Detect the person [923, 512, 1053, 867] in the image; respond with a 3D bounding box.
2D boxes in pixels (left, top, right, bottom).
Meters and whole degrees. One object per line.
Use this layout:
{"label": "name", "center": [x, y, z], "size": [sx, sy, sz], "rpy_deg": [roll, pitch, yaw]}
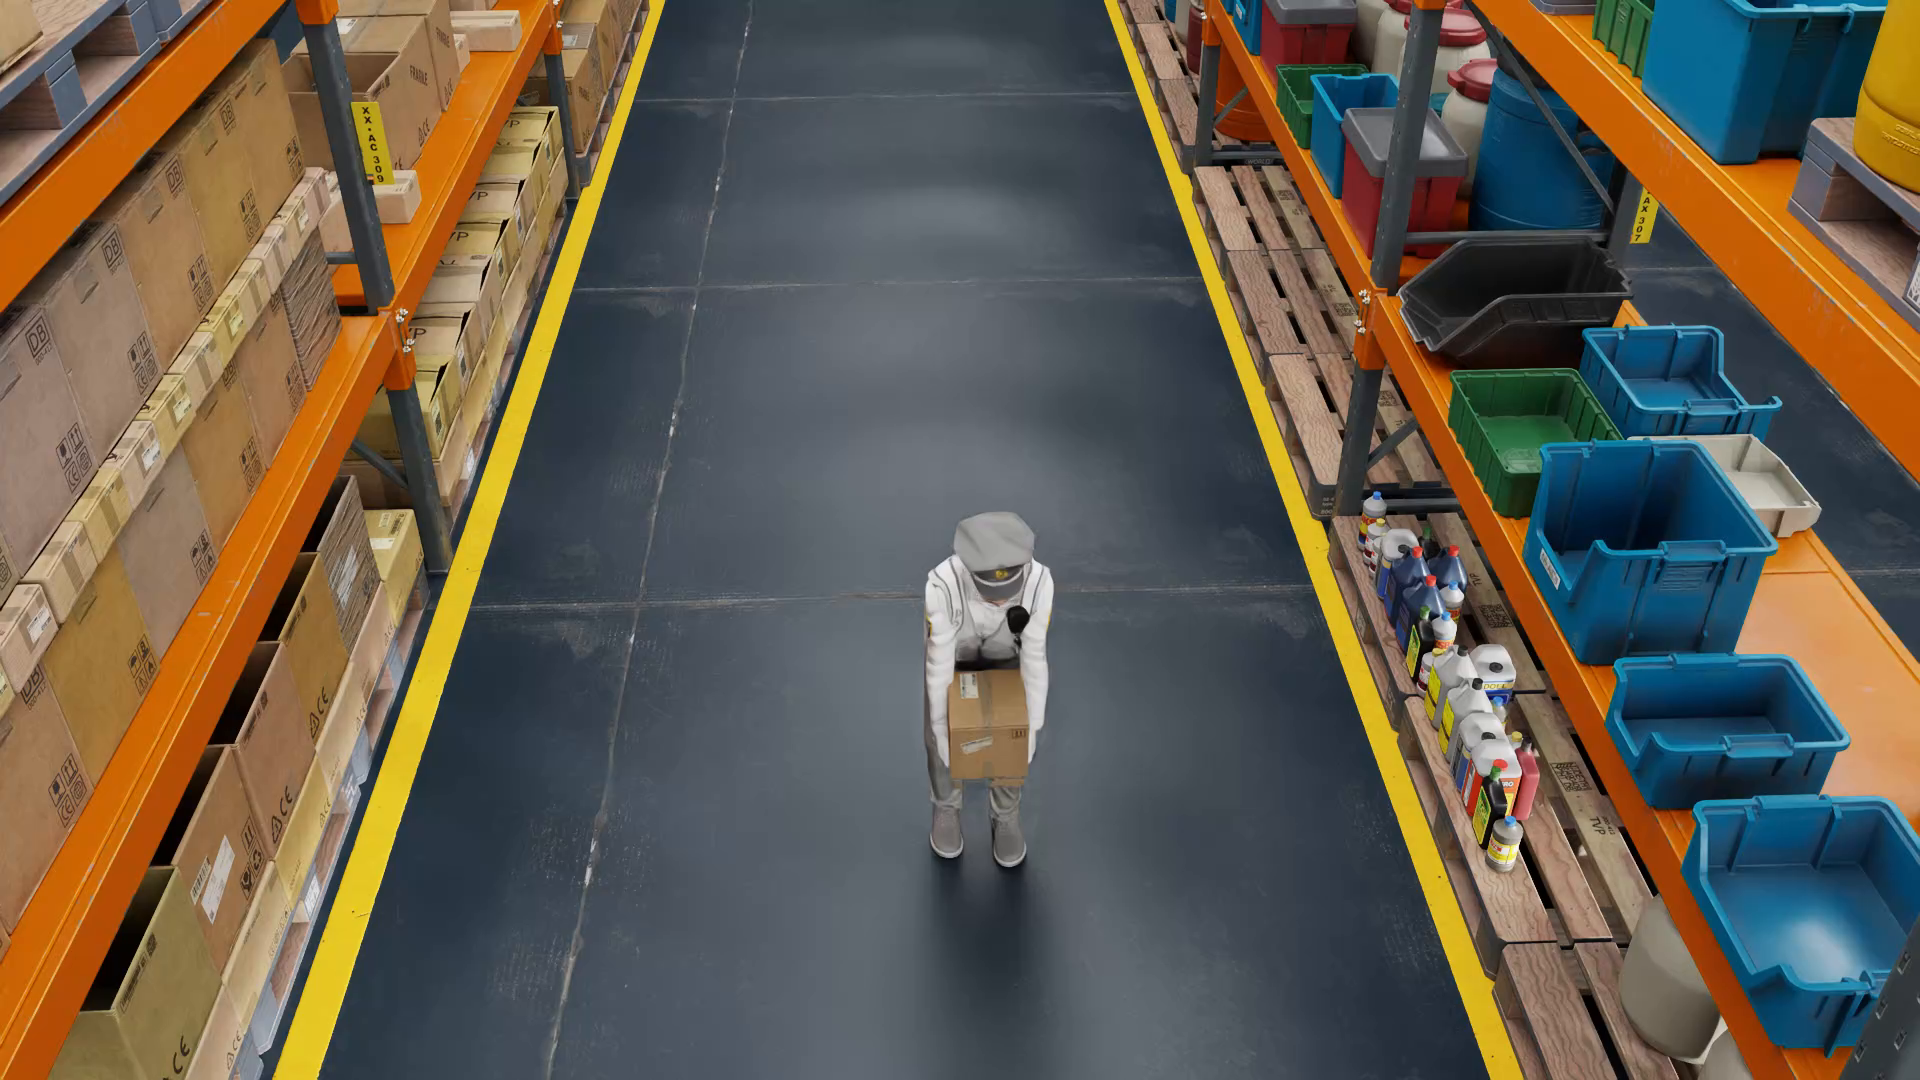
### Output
{"label": "person", "center": [0.087, 0.494, 5.555], "size": [0.413, 1.552, 0.647], "rpy_deg": [-2, 36, -3]}
